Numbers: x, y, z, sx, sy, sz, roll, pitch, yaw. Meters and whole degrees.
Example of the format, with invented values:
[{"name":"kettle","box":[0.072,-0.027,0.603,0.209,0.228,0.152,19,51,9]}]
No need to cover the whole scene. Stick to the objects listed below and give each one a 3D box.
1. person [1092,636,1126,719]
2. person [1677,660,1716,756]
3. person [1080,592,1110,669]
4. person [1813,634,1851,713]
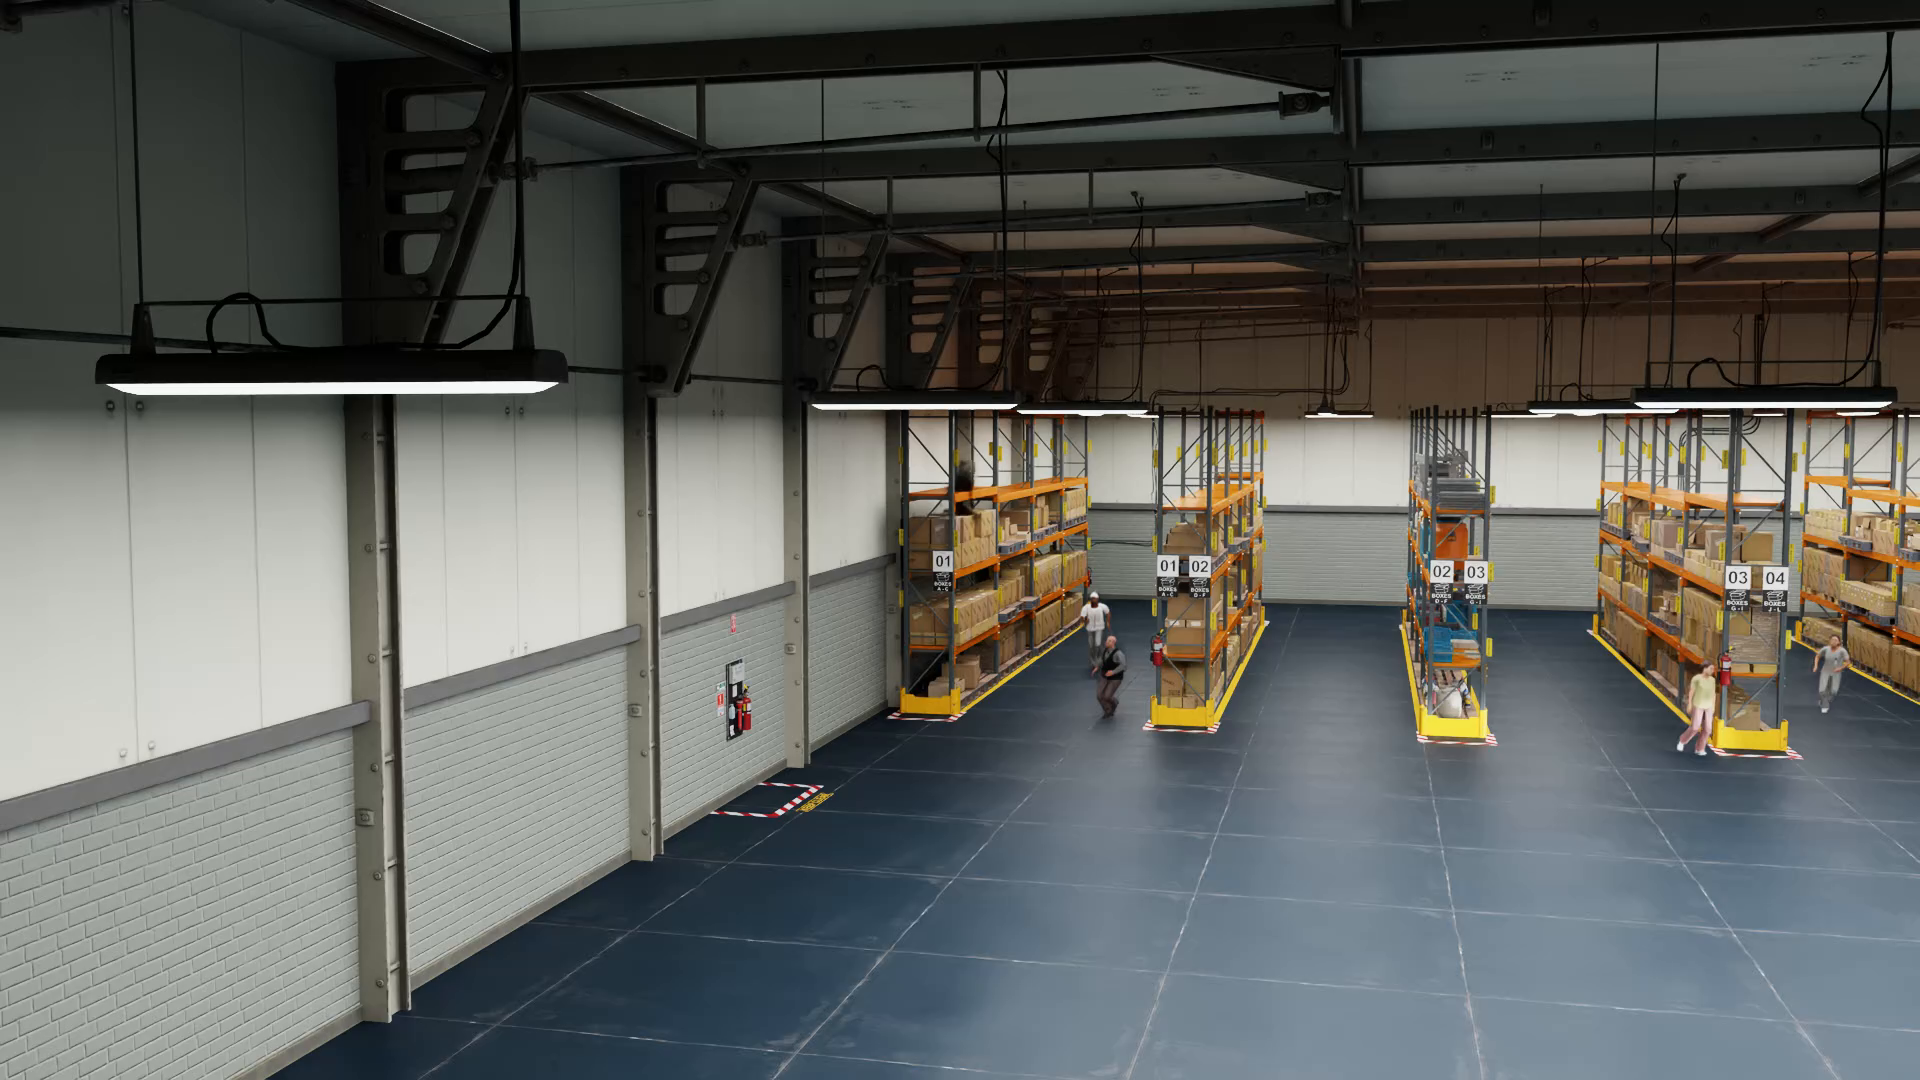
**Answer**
[{"name":"person","box":[2.905,2.642,31.911,0.720,1.631,0.529,4,5,41]},{"name":"person","box":[12.612,2.855,28.457,0.562,1.646,0.507,-1,4,-10]},{"name":"person","box":[3.114,2.094,38.384,0.673,1.785,0.805,1,4,11]},{"name":"person","box":[17.088,2.623,32.602,0.642,1.570,0.535,2,5,28]}]
